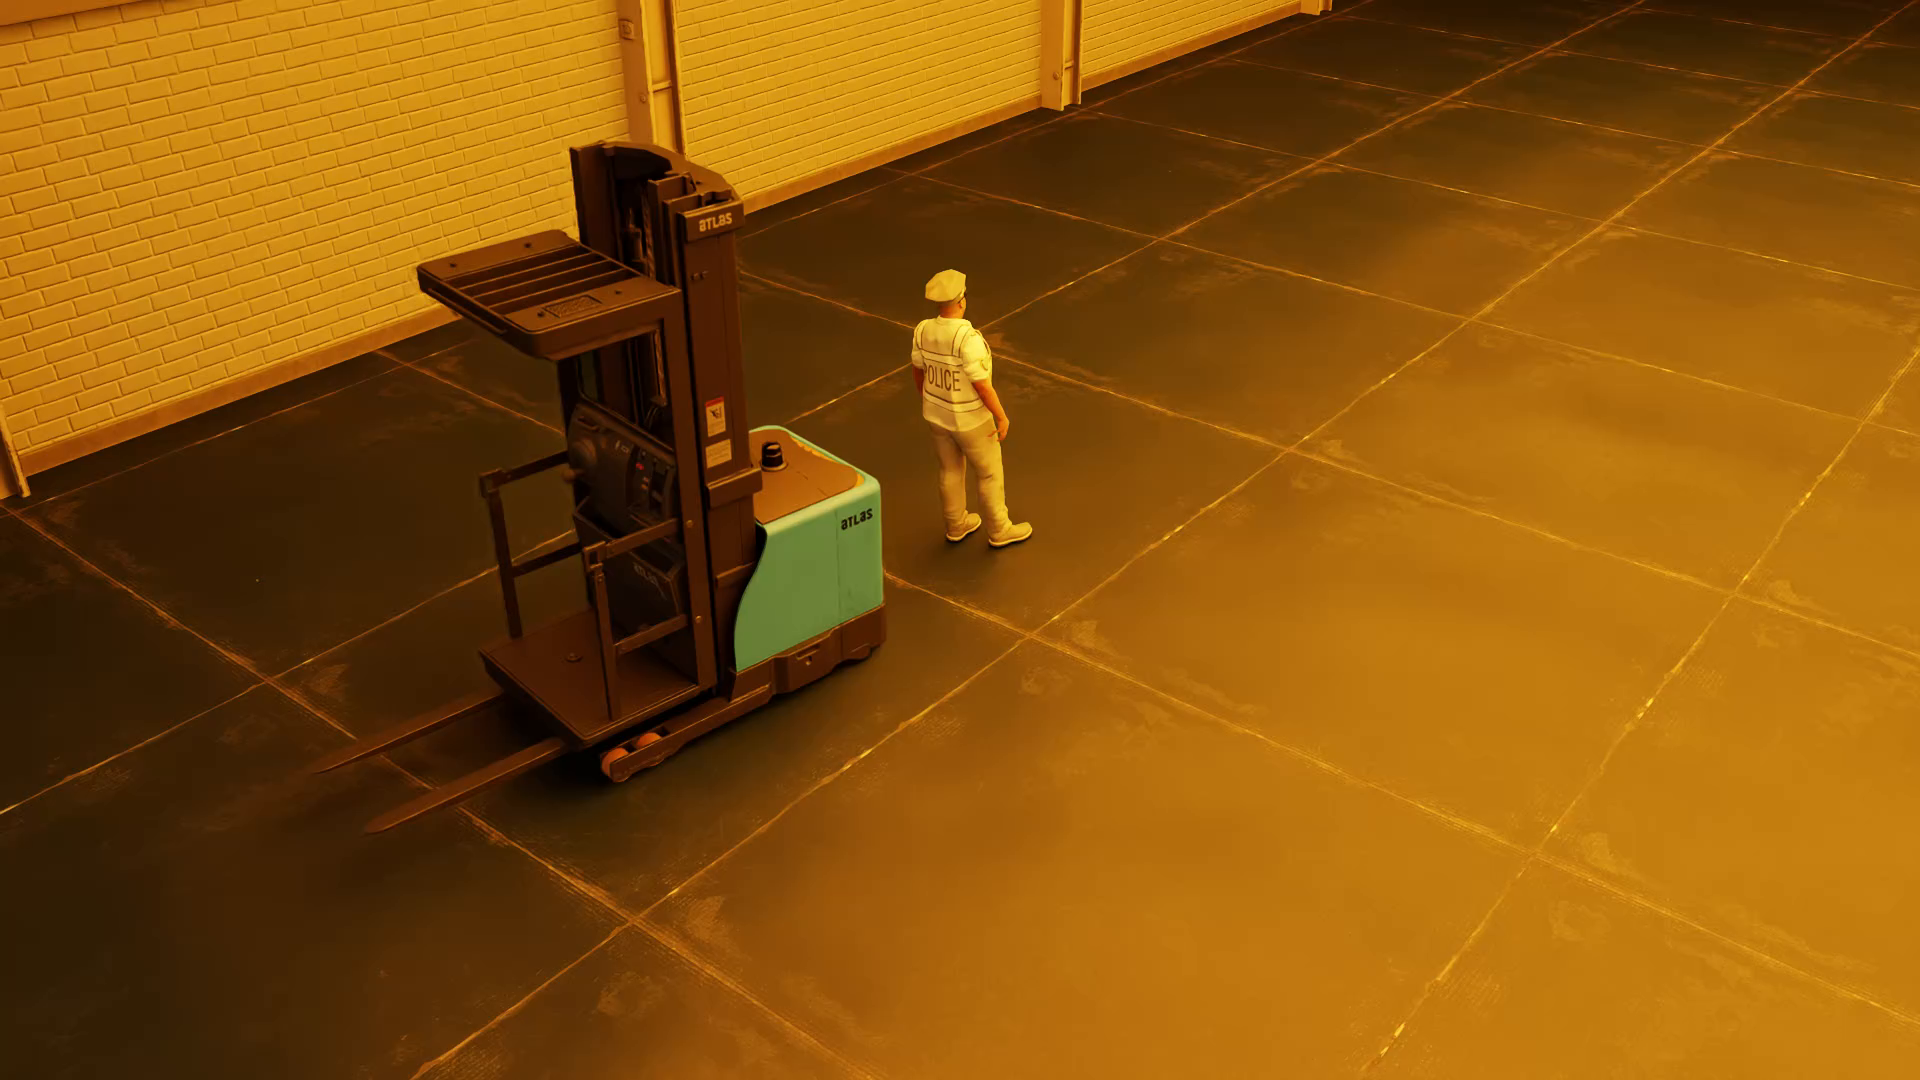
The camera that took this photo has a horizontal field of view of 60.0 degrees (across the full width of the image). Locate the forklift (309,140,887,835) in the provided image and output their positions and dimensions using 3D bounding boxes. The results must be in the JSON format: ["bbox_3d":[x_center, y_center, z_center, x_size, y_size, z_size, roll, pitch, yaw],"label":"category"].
[{"bbox_3d":[-1.846,-0.341,8.179,3.031,2.935,1.130,-24,38,-35],"label":"forklift"}]

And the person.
[{"bbox_3d":[0.058,-0.803,10.093,0.641,1.780,0.574,22,37,33],"label":"person"}]
